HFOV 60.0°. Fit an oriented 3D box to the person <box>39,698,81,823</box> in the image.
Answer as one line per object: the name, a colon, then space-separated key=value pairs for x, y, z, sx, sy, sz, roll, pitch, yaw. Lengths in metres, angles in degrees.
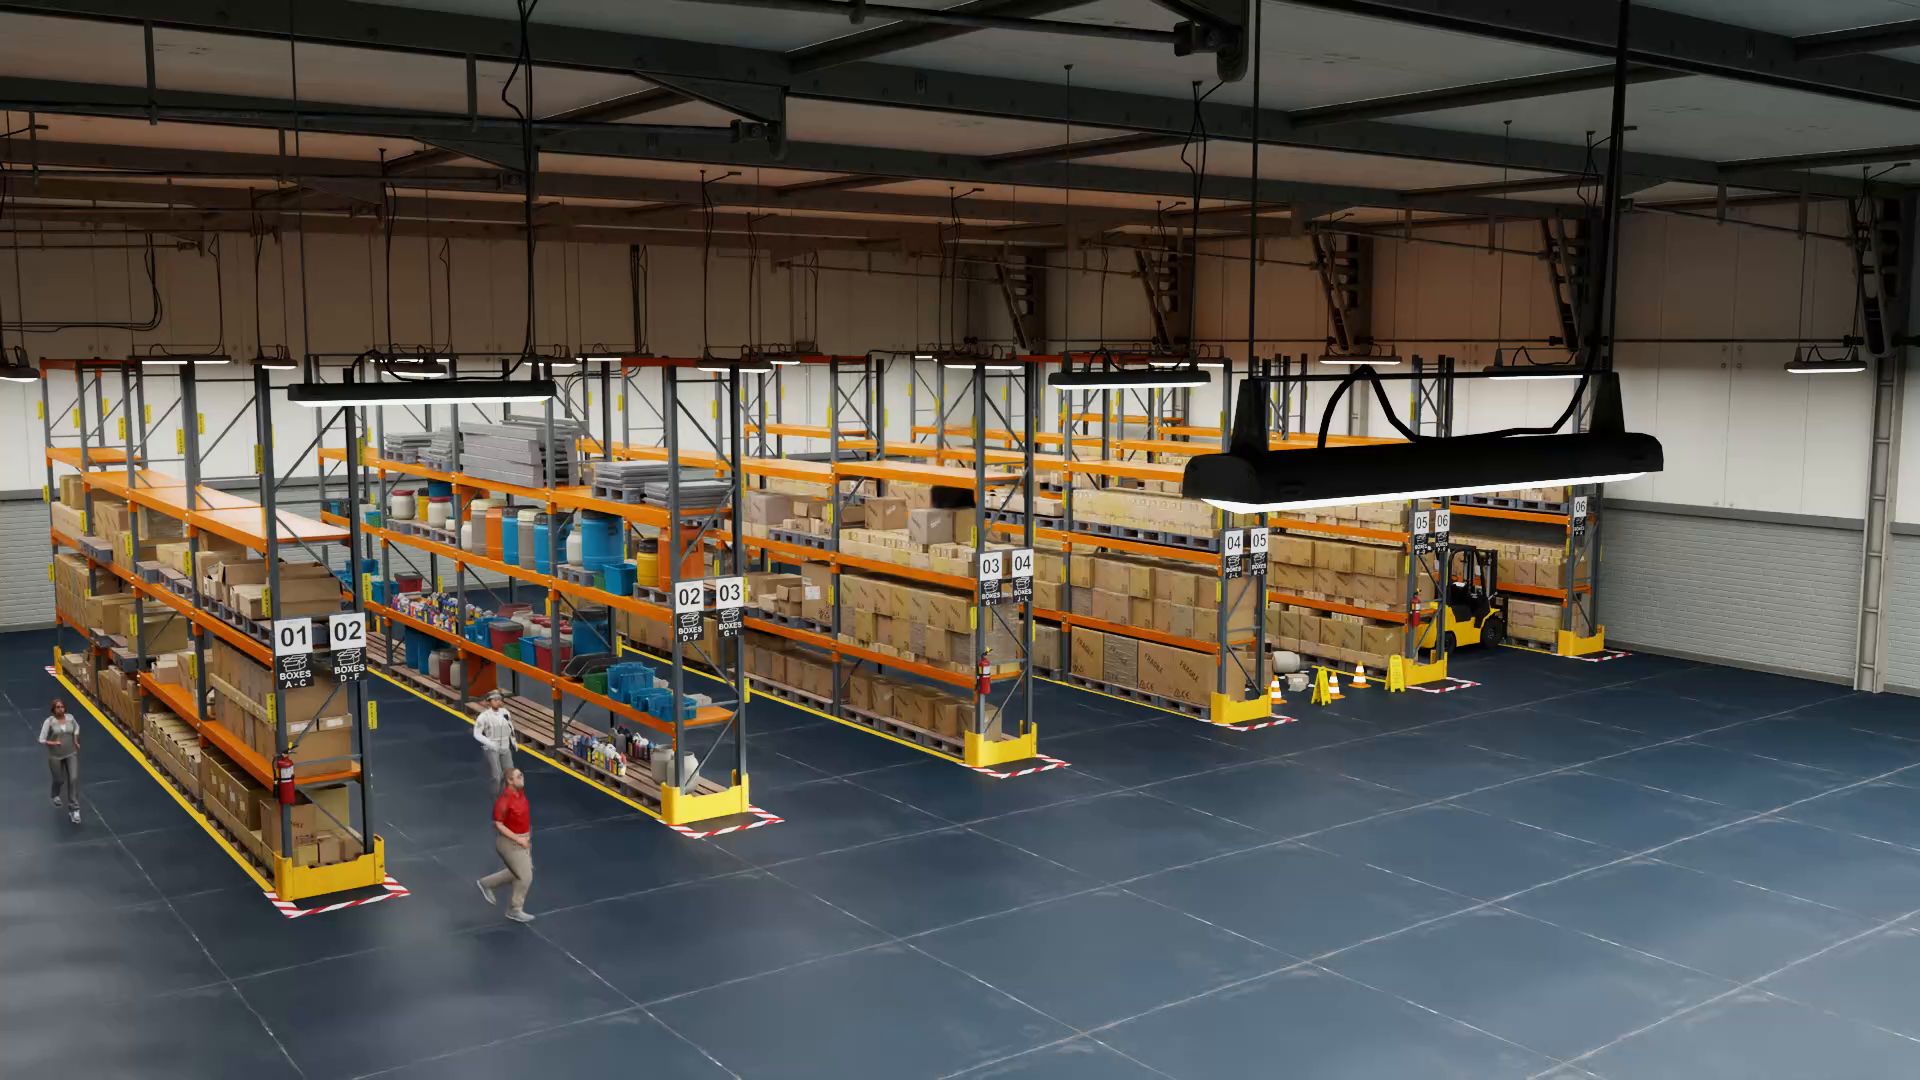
person: x=-11.910 y=2.894 z=22.052 sx=0.536 sy=1.595 sz=0.875 roll=-6 pitch=9 yaw=-42

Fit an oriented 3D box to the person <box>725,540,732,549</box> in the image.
person: x=-5.798 y=0.564 z=41.012 sx=0.976 sy=1.630 sz=0.606 roll=-6 pitch=9 yaw=-43

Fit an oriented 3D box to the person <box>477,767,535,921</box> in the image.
person: x=-4.961 y=3.325 z=18.214 sx=0.630 sy=1.719 sz=0.660 roll=0 pitch=7 yaw=0

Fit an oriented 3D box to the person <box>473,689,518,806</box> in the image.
person: x=-6.274 y=2.827 z=22.502 sx=0.616 sy=1.660 sz=0.554 roll=-6 pitch=9 yaw=-42
